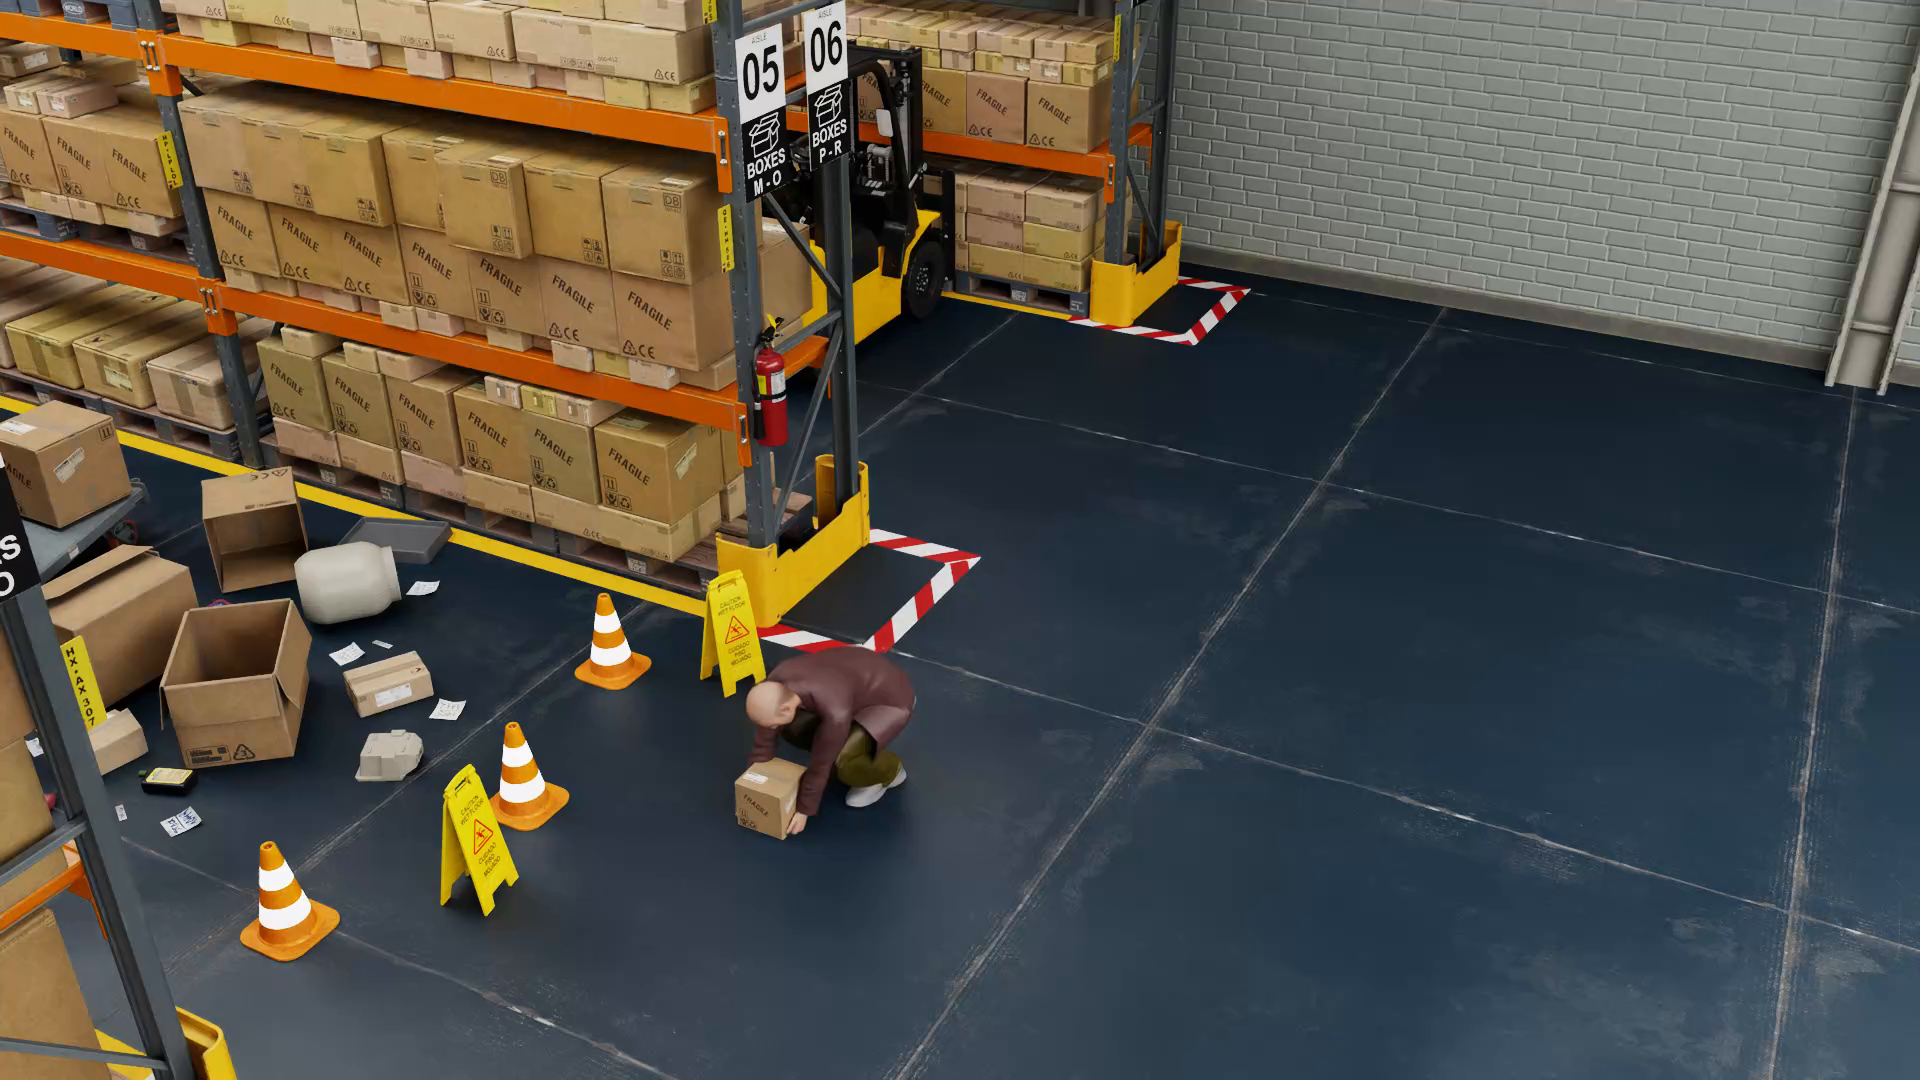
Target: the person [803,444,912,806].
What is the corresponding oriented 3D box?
[{"bbox_3d":[-0.529,0.403,7.598,0.535,1.780,0.548,-21,36,-32],"label":"person"}]
